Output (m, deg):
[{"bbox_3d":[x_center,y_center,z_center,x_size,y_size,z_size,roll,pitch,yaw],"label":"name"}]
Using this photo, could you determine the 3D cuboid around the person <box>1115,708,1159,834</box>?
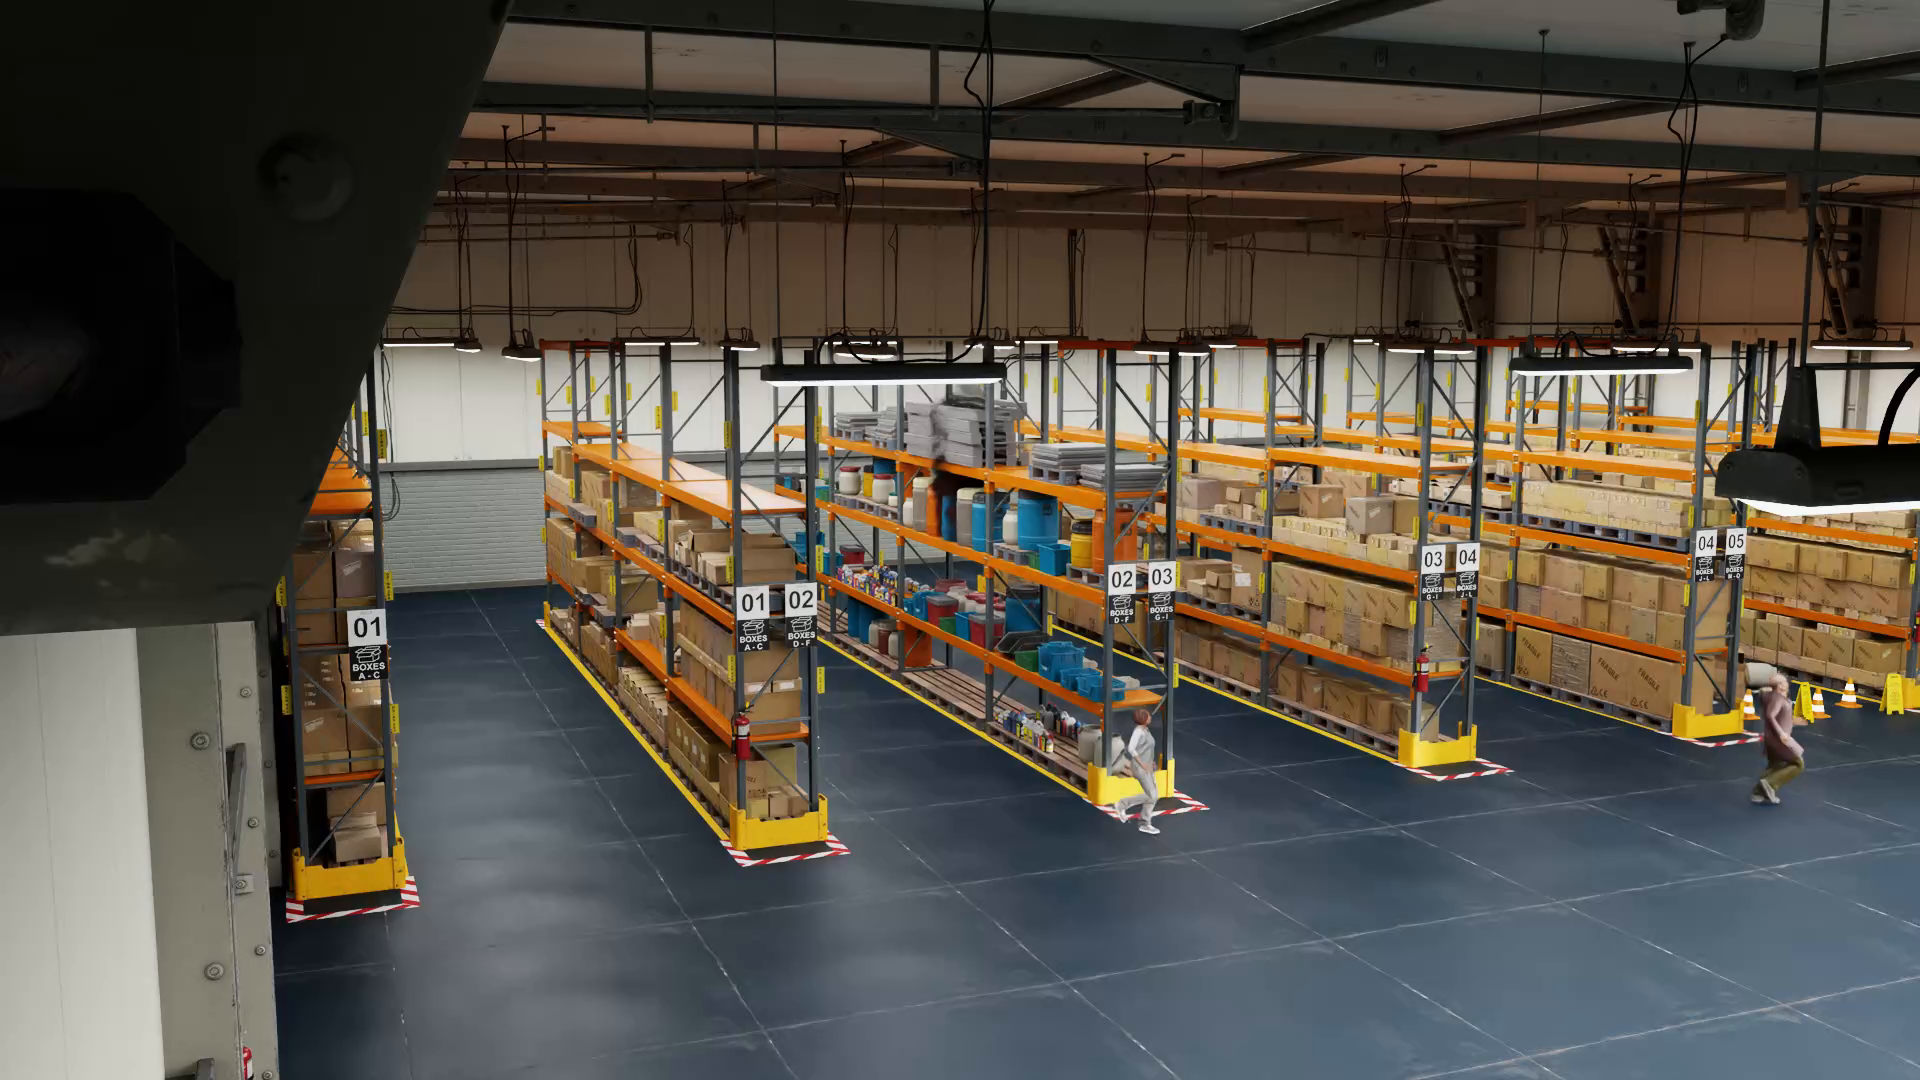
[{"bbox_3d":[2.256,2.874,20.875,0.572,1.537,0.605,2,8,14],"label":"person"}]

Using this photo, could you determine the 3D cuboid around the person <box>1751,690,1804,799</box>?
[{"bbox_3d":[10.770,2.696,21.869,0.581,1.467,0.691,1,7,7],"label":"person"}]
